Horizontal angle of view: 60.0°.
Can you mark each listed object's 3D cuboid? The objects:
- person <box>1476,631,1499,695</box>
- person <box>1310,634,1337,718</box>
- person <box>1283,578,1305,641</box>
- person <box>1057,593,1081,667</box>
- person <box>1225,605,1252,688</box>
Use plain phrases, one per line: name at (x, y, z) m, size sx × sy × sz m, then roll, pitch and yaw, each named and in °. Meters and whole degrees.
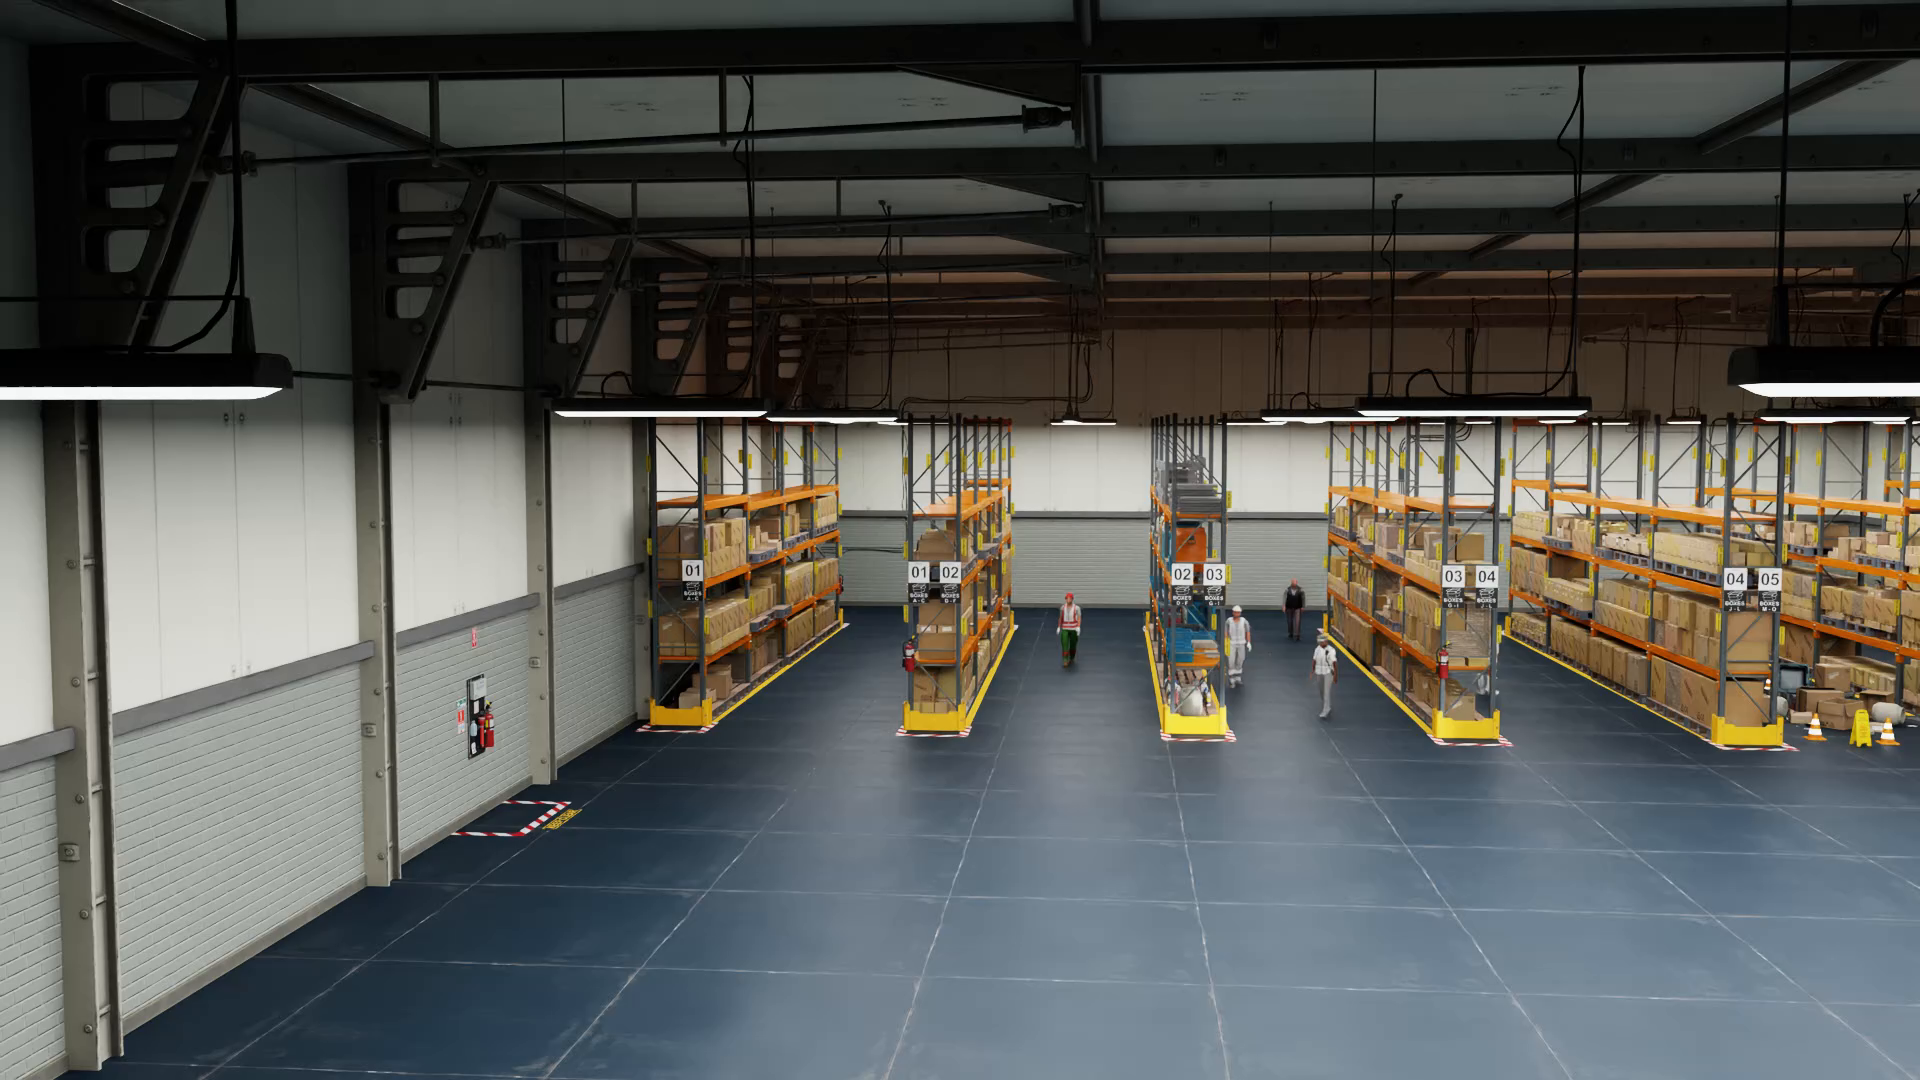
person at (11.259, 2.438, 35.701) m, size 0.614 × 1.775 × 0.610 m, roll 1°, pitch 4°, yaw 8°
person at (7.233, 2.681, 33.067) m, size 0.488 × 1.615 × 0.894 m, roll 3°, pitch 5°, yaw 41°
person at (9.025, 1.849, 44.928) m, size 0.605 × 1.661 × 1.069 m, roll 1°, pitch 4°, yaw 9°
person at (2.614, 2.142, 39.909) m, size 0.599 × 1.722 × 1.034 m, roll 0°, pitch 4°, yaw 6°
person at (6.156, 2.370, 36.868) m, size 0.590 × 1.850 × 0.528 m, roll 0°, pitch 4°, yaw 5°
